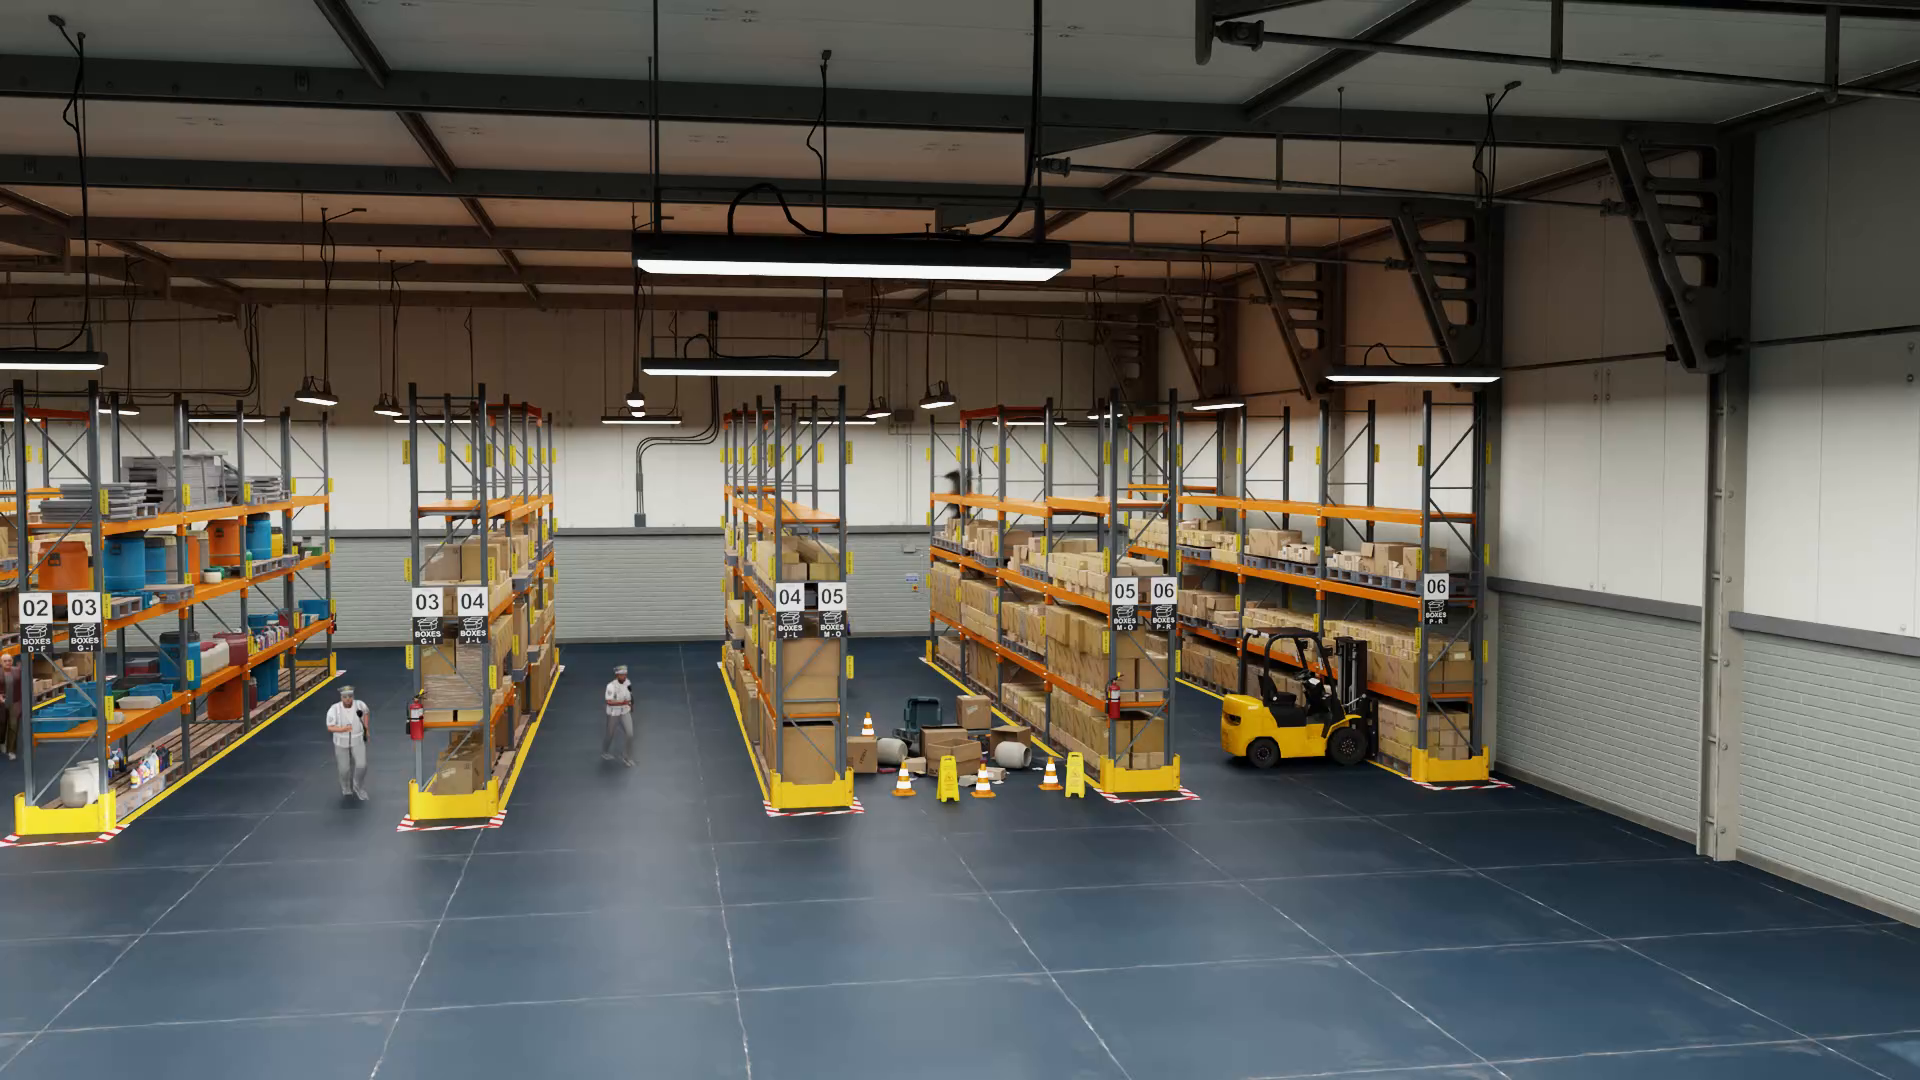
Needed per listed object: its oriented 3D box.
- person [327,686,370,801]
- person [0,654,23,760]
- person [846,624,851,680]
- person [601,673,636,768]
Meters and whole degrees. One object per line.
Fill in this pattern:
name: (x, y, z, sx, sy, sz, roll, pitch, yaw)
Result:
person: (-8.847, 2.931, 24.073, 0.591, 1.707, 0.930, -1, 3, -22)
person: (-15.812, 2.737, 27.561, 0.695, 1.742, 0.915, -2, 3, -34)
person: (-2.685, 2.327, 36.564, 0.594, 1.620, 0.866, -1, 3, -14)
person: (-5.517, 2.848, 26.876, 0.576, 1.619, 0.954, -2, 4, -36)
